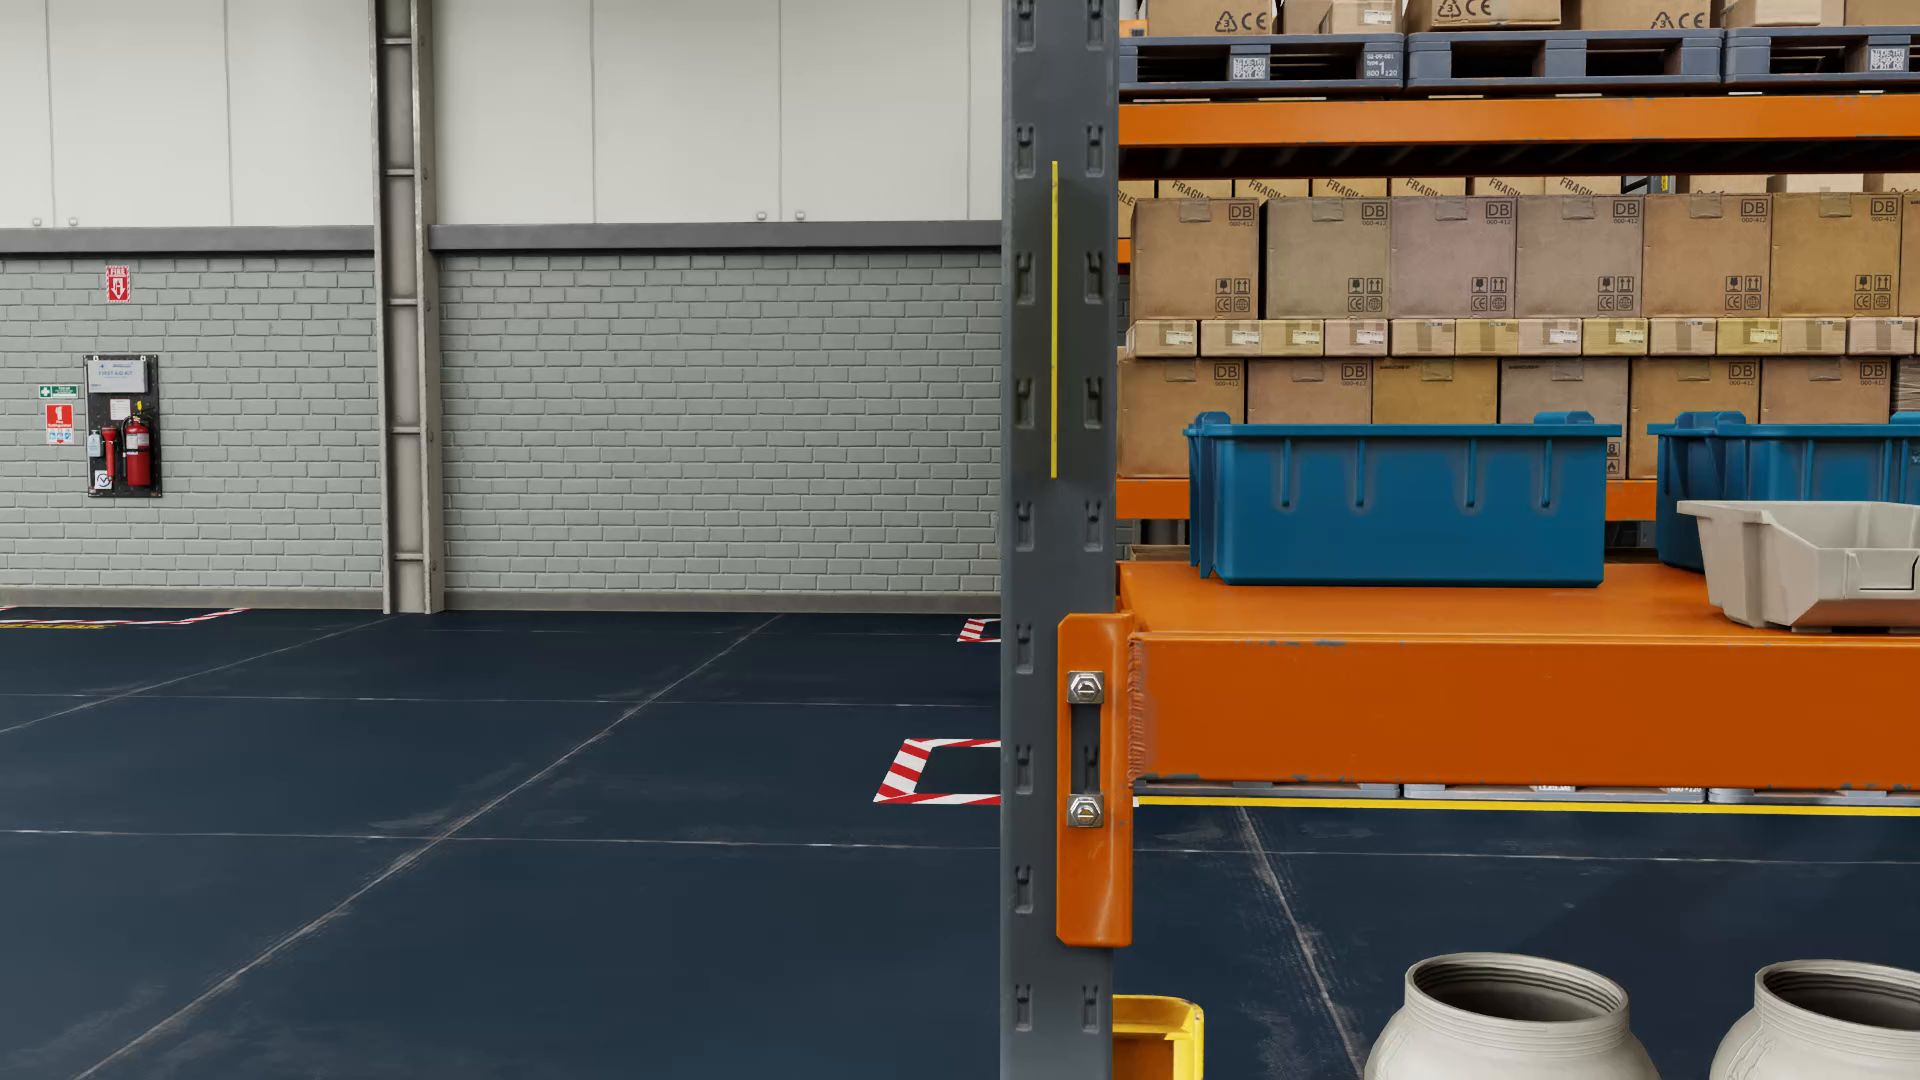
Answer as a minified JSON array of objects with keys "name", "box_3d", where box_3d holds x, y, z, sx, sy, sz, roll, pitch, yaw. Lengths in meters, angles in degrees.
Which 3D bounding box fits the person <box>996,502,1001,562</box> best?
[{"name":"person","box_3d":[0.500,0.152,9.331,0.590,1.455,0.670,0,4,4]}]
